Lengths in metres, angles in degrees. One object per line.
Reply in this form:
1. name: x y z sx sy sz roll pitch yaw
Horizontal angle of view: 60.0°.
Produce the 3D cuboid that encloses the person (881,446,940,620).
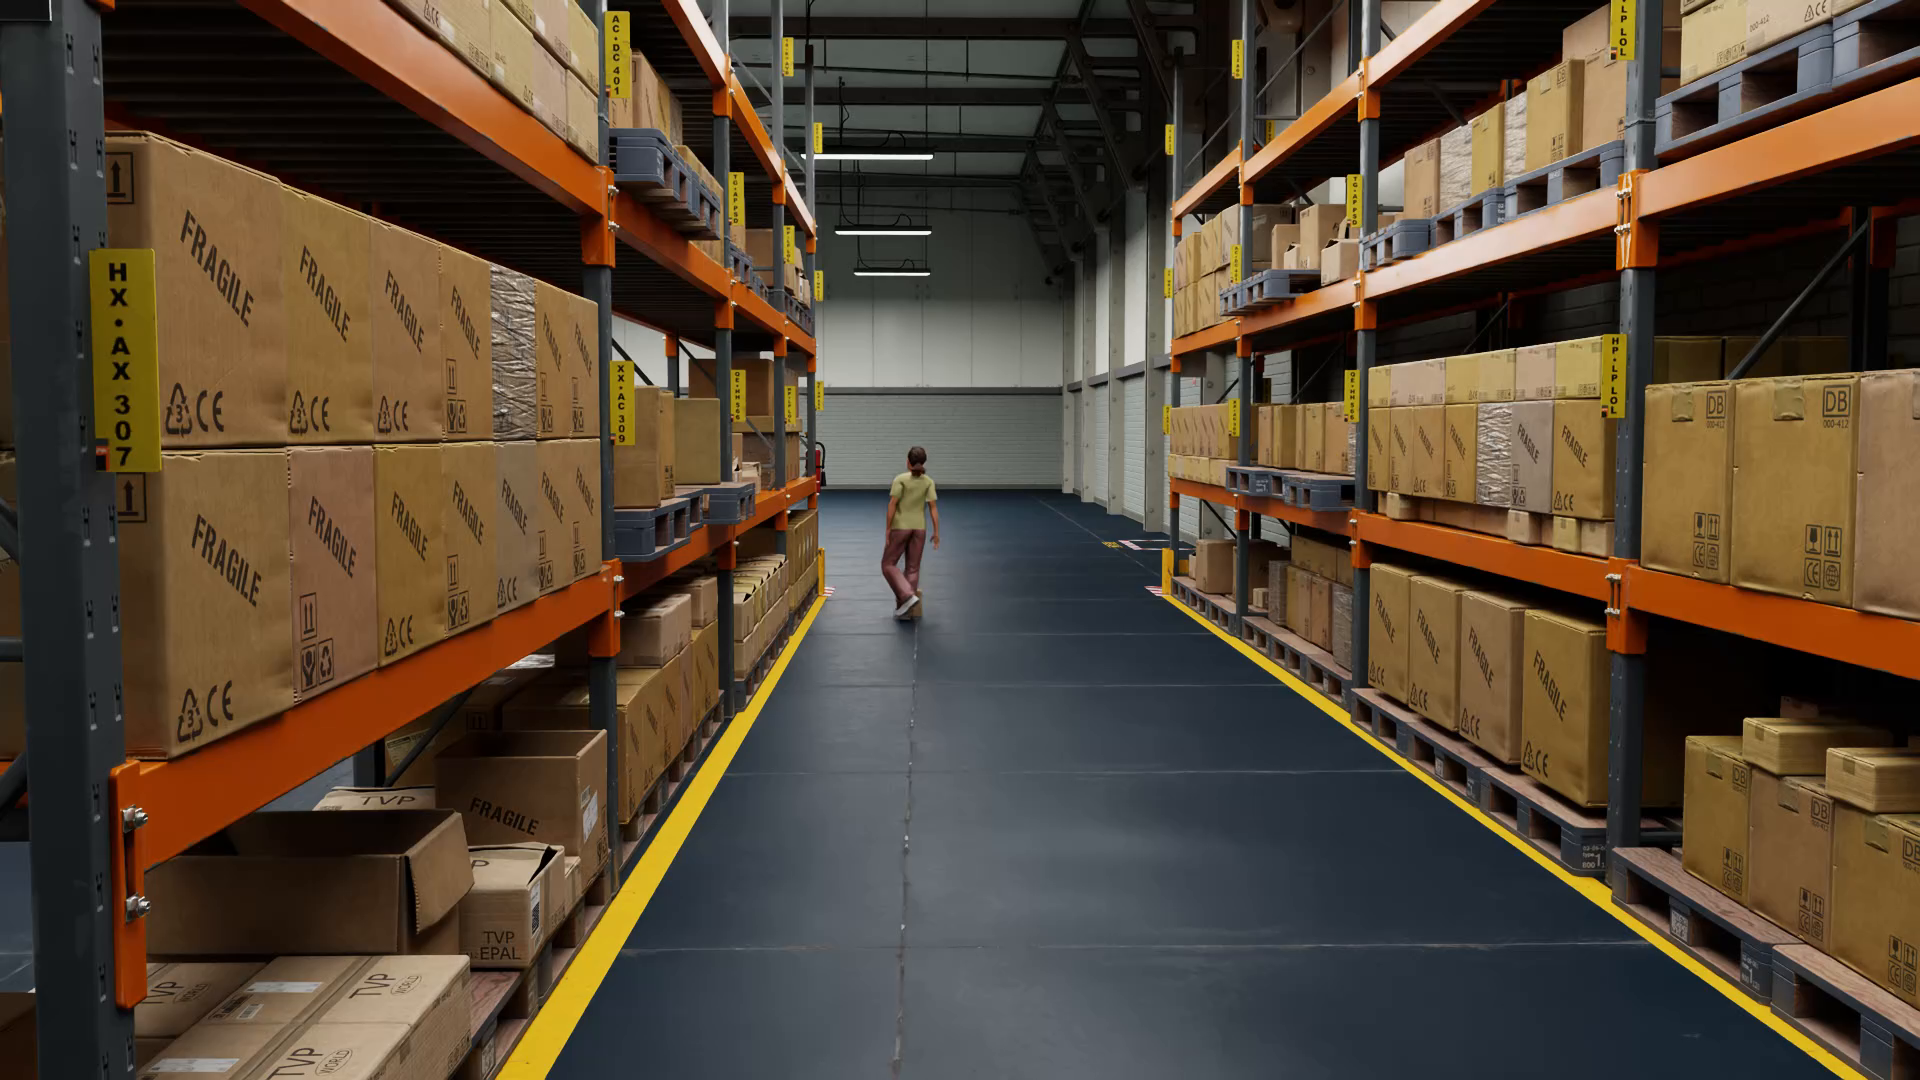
1. person: -0.461 -0.060 15.861 0.523 1.666 0.489 -1 4 -18
